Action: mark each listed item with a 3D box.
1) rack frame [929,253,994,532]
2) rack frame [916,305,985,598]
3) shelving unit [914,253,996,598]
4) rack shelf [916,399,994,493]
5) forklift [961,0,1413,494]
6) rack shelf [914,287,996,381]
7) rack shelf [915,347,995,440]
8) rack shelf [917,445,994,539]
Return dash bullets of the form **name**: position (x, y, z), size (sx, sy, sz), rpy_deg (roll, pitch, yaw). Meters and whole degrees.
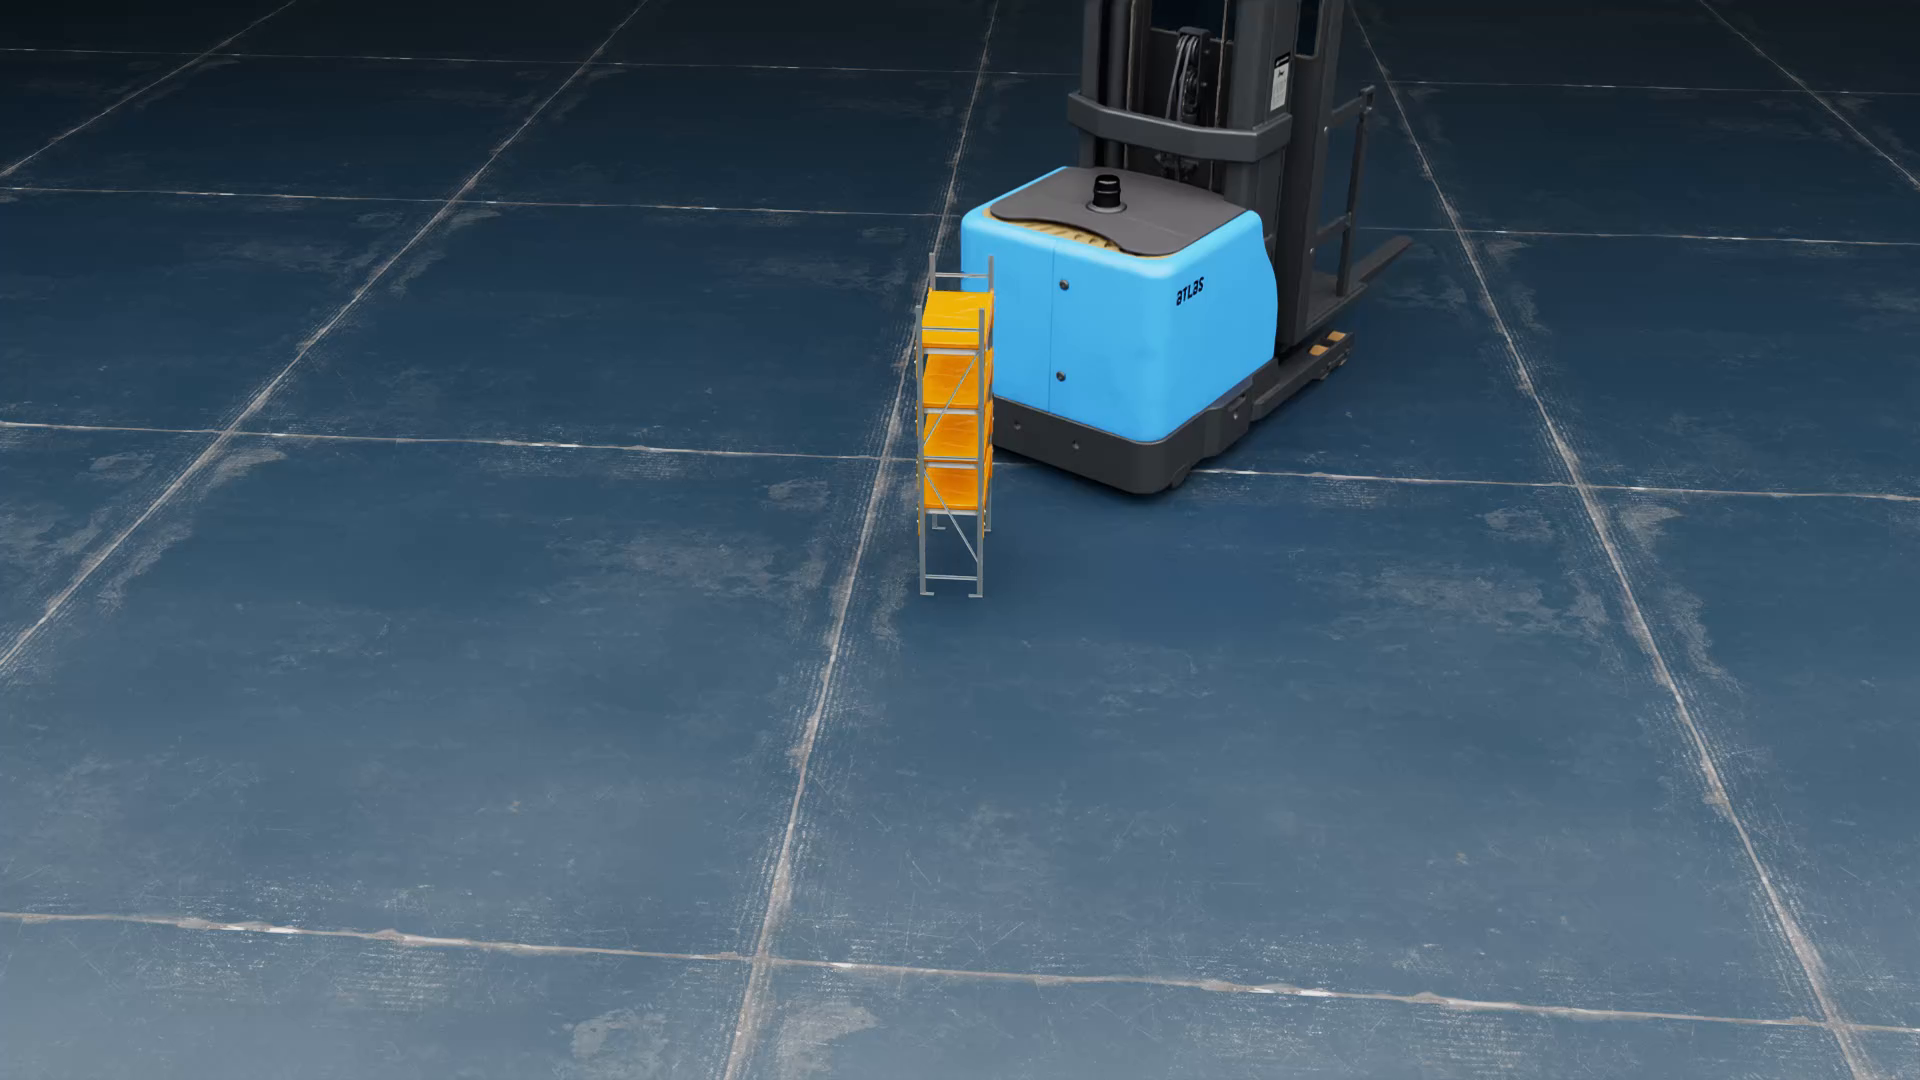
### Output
- **rack frame**: position (0.006, -0.552, 6.502), size (0.240, 1.200, 0.015), rpy_deg (2, 32, 4)
- **rack frame**: position (-0.033, -0.297, 6.088), size (0.240, 1.200, 0.015), rpy_deg (2, 32, 4)
- **shelving unit**: position (-0.013, -0.424, 6.295), size (0.258, 1.200, 0.503), rpy_deg (2, 32, 4)
- **rack shelf**: position (-0.013, -0.367, 6.330), size (0.258, 0.148, 0.480), rpy_deg (2, 32, 4)
- **forklift**: position (1.272, -2.155, 7.454), size (1.130, 2.935, 3.031), rpy_deg (21, 38, 31)
- **rack shelf**: position (-0.013, -0.759, 6.089), size (0.258, 0.148, 0.480), rpy_deg (2, 32, 4)
- **rack shelf**: position (-0.013, -0.557, 6.213), size (0.258, 0.148, 0.480), rpy_deg (2, 32, 4)
- **rack shelf**: position (-0.013, -0.198, 6.434), size (0.258, 0.148, 0.480), rpy_deg (2, 32, 4)
